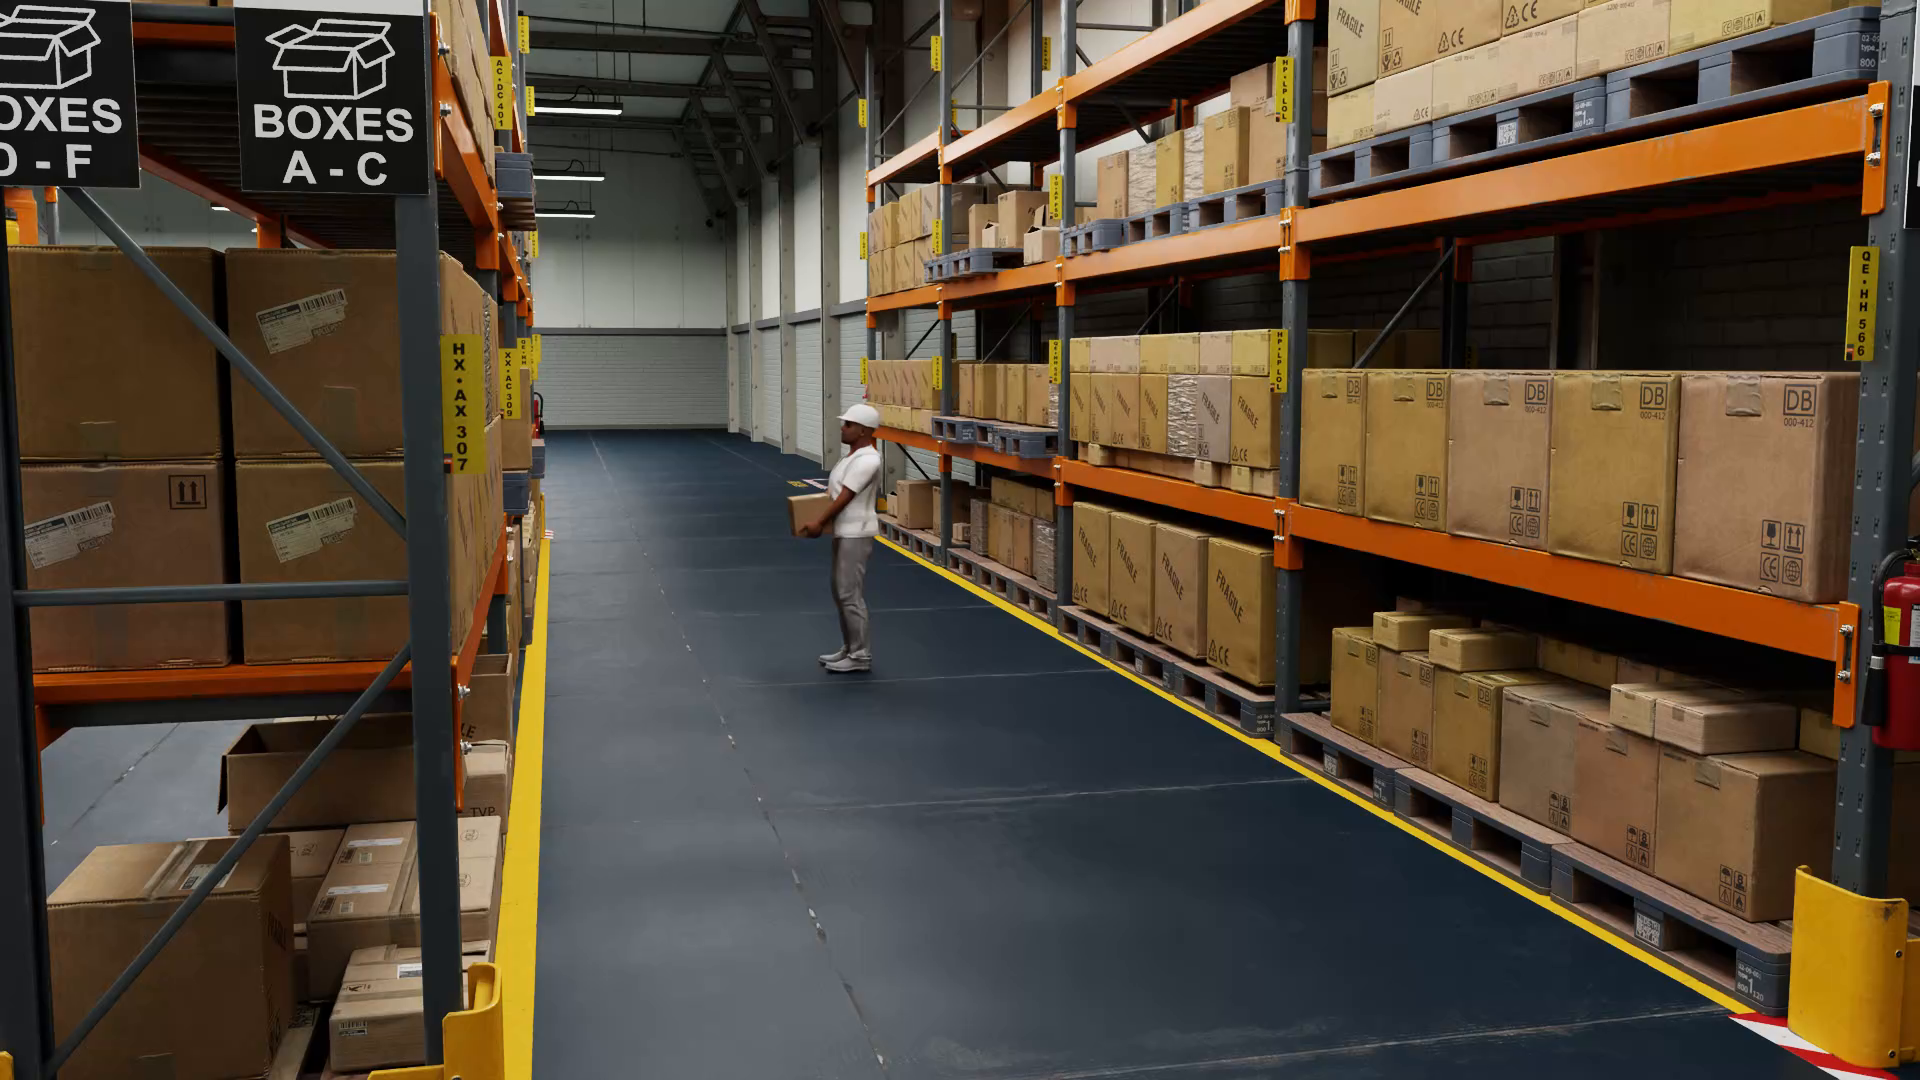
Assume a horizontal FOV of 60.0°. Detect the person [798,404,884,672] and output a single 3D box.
[{"bbox_3d":[-0.804,-0.015,11.015,0.577,1.762,0.505,-1,6,-14],"label":"person"}]
